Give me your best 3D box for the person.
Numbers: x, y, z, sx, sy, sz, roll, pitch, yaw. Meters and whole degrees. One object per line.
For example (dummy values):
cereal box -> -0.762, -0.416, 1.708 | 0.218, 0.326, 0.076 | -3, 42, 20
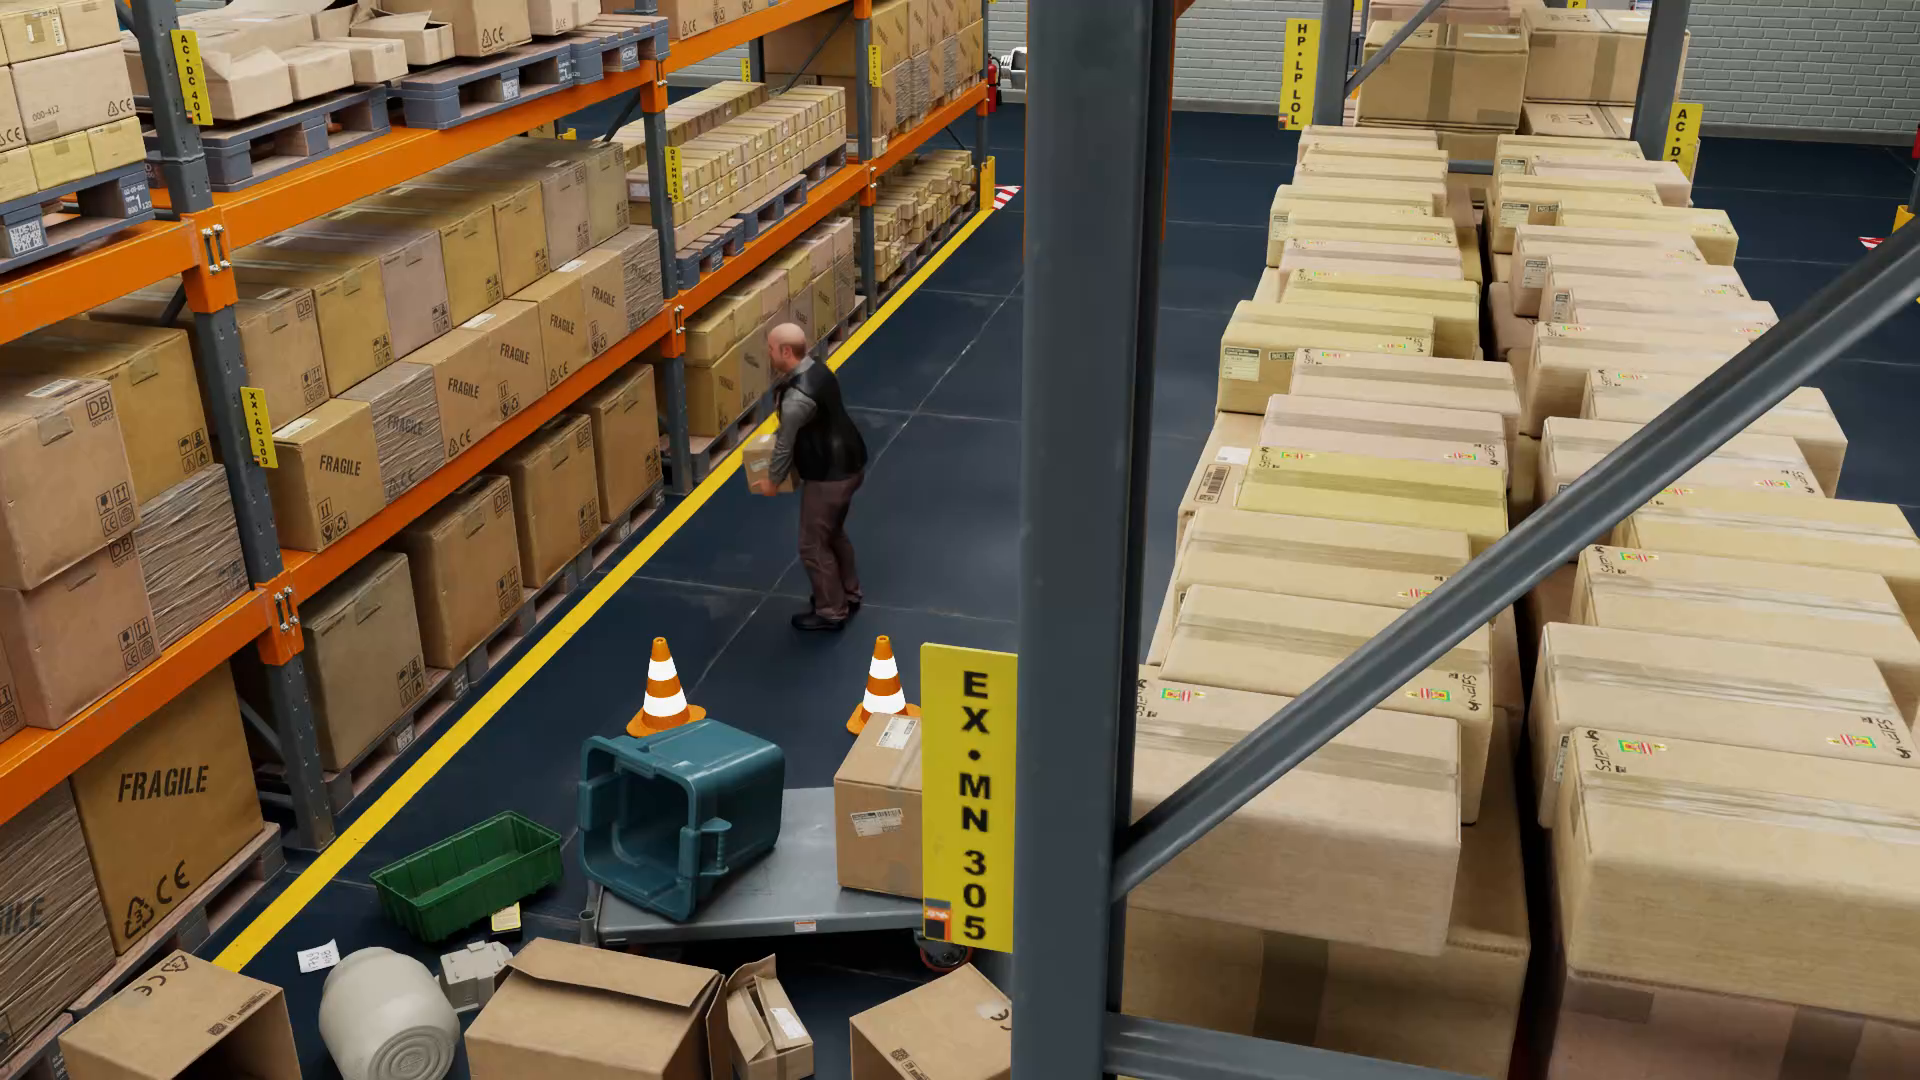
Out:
person -> -0.804, -0.341, 8.908 | 0.592, 1.692, 0.479 | 6, 26, 12
